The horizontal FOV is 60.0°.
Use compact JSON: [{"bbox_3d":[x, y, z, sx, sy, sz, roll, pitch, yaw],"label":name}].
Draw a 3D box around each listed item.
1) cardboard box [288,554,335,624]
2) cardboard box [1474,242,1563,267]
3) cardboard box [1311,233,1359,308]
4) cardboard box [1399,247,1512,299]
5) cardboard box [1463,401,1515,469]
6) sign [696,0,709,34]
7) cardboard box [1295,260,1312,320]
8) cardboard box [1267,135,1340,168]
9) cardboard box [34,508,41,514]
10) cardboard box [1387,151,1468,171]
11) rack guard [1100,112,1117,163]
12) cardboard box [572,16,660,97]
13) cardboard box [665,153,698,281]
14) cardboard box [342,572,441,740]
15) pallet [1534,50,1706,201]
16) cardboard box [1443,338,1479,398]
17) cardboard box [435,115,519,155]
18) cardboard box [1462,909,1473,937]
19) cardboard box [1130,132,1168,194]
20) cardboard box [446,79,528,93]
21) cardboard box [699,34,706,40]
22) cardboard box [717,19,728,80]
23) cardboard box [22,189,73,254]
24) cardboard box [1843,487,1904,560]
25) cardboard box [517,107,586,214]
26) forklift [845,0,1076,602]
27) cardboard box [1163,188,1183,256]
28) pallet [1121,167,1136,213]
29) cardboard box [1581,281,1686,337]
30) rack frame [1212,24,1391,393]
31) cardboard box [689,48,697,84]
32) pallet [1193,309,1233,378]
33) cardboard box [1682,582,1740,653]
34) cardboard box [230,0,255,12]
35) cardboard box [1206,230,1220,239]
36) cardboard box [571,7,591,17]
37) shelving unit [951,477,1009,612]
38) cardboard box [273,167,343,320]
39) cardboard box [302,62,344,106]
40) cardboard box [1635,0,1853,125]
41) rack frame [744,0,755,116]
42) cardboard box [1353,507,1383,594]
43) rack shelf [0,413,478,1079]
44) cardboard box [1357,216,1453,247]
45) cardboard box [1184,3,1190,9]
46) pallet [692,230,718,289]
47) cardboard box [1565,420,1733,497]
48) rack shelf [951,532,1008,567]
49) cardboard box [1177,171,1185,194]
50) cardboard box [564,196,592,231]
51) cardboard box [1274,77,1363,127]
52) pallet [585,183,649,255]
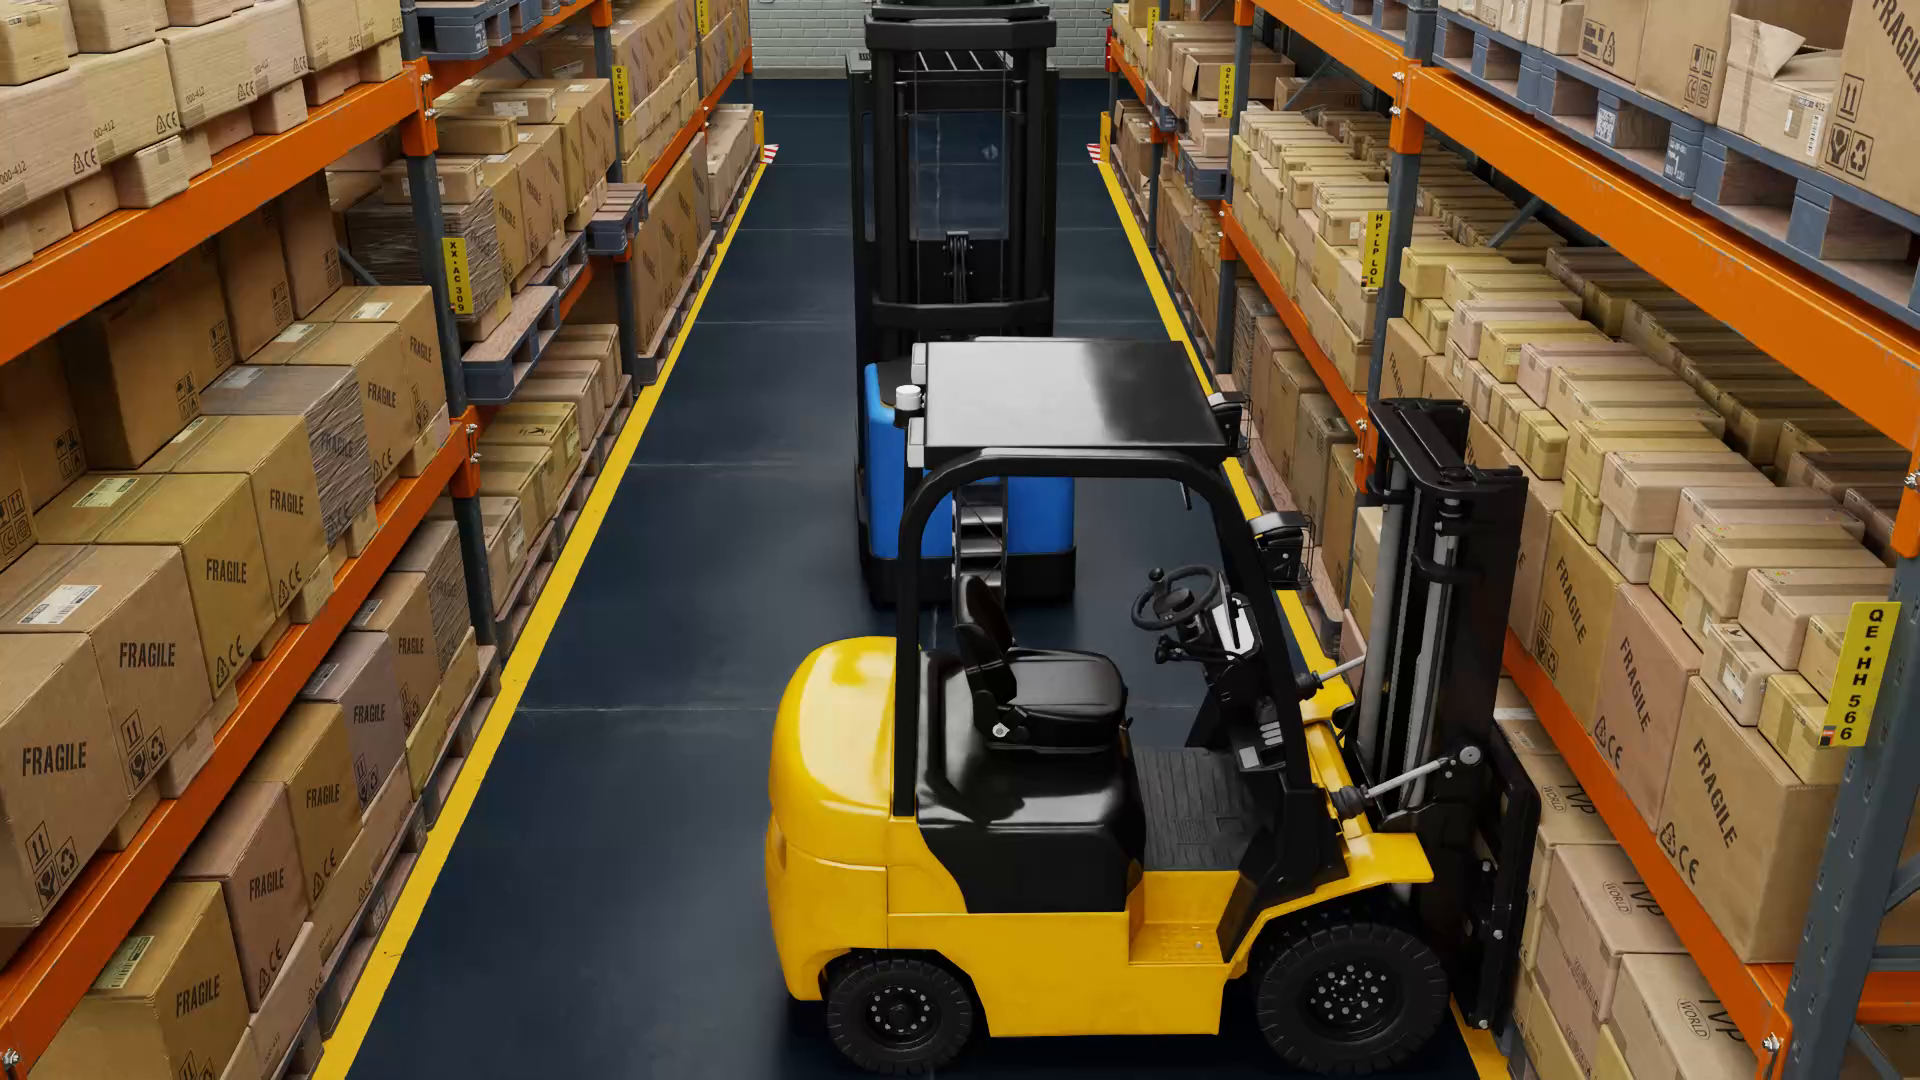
[{"bbox_3d":[-2.332,0.161,5.560,0.380,0.149,0.250,0,24,0],"label":"cardboard box"},{"bbox_3d":[2.507,-1.226,7.412,0.380,0.149,0.250,-1,24,-2],"label":"cardboard box"},{"bbox_3d":[2.023,-1.311,8.085,0.500,0.250,0.500,-1,24,-2],"label":"cardboard box"},{"bbox_3d":[2.004,-1.083,6.735,0.380,0.149,0.250,0,24,1],"label":"cardboard box"},{"bbox_3d":[2.069,-0.177,5.880,0.500,0.500,0.500,0,24,-1],"label":"cardboard box"},{"bbox_3d":[-2.211,-4.509,14.272,0.100,0.325,0.005,0,24,-1],"label":"sign"},{"bbox_3d":[2.044,-1.289,8.642,0.500,0.250,0.500,0,24,0],"label":"cardboard box"},{"bbox_3d":[2.010,-2.272,9.725,0.380,0.149,0.250,0,24,0],"label":"cardboard box"},{"bbox_3d":[-2.907,0.117,4.868,0.500,0.500,0.500,0,24,-1],"label":"cardboard box"},{"bbox_3d":[2.599,-2.069,9.277,0.380,0.149,0.250,-1,24,-1],"label":"cardboard box"},{"bbox_3d":[2.167,-4.513,18.622,1.175,0.500,0.348,0,24,-1],"label":"rack guard"},{"bbox_3d":[-2.476,-3.486,11.984,0.500,0.500,0.500,0,24,1],"label":"cardboard box"},{"bbox_3d":[-2.649,-2.607,13.444,0.875,0.875,0.875,0,24,1],"label":"cardboard box"},{"bbox_3d":[-2.384,0.457,6.517,0.500,0.500,0.500,0,24,0],"label":"cardboard box"},{"bbox_3d":[2.342,-1.212,4.758,1.003,0.211,1.213,0,24,-1],"label":"pallet"},{"bbox_3d":[2.001,-0.631,6.098,0.380,0.149,0.250,0,24,1],"label":"cardboard box"},{"bbox_3d":[-2.433,-2.026,8.309,0.380,0.149,0.250,1,24,2],"label":"cardboard box"},{"bbox_3d":[1.999,1.154,5.886,0.500,0.250,0.500,1,24,1],"label":"cardboard box"},{"bbox_3d":[2.060,-3.703,16.322,0.700,0.500,0.500,-1,24,-3],"label":"cardboard box"},{"bbox_3d":[-2.937,-2.549,10.254,0.500,0.500,0.500,-1,24,-2],"label":"cardboard box"},{"bbox_3d":[-2.517,-4.710,14.689,0.500,0.500,0.500,0,24,0],"label":"cardboard box"},{"bbox_3d":[-2.498,-4.664,15.801,0.500,0.500,0.500,0,24,0],"label":"cardboard box"},{"bbox_3d":[-2.390,-0.776,3.991,0.380,0.149,0.250,0,24,-1],"label":"cardboard box"},{"bbox_3d":[2.576,-0.025,4.397,0.380,0.149,0.250,0,24,0],"label":"cardboard box"},{"bbox_3d":[-2.404,-2.129,9.325,0.500,0.500,0.500,-2,24,-4],"label":"cardboard box"},{"bbox_3d":[-0.053,-1.593,9.214,1.130,2.935,3.031,-2,24,-4],"label":"forklift"},{"bbox_3d":[2.005,-2.668,14.033,0.500,0.500,0.500,-1,24,-1],"label":"cardboard box"},{"bbox_3d":[2.187,-3.552,16.847,1.003,0.211,1.213,0,24,-1],"label":"pallet"},{"bbox_3d":[2.580,-0.873,6.270,0.380,0.149,0.250,0,24,-1],"label":"cardboard box"},{"bbox_3d":[2.253,-2.387,10.888,1.000,3.000,0.127,0,24,-1],"label":"rack frame"},{"bbox_3d":[-2.506,-3.990,14.008,0.500,0.250,0.500,0,24,-1],"label":"cardboard box"},{"bbox_3d":[2.283,-1.424,12.143,1.003,0.211,1.213,0,24,-1],"label":"pallet"},{"bbox_3d":[2.082,0.214,4.228,0.380,0.149,0.250,0,24,0],"label":"cardboard box"},{"bbox_3d":[-2.363,-1.667,4.992,0.380,0.149,0.250,0,24,0],"label":"cardboard box"},{"bbox_3d":[2.002,-2.158,12.119,0.380,0.149,0.250,-1,24,-2],"label":"cardboard box"},{"bbox_3d":[-2.988,-3.701,12.458,0.500,0.500,0.500,-1,24,-1],"label":"cardboard box"},{"bbox_3d":[0.093,0.013,8.106,0.258,0.900,0.210,-2,31,-5],"label":"shelving unit"},{"bbox_3d":[-2.879,-1.169,6.500,0.700,0.500,0.500,-1,24,-1],"label":"cardboard box"},{"bbox_3d":[-2.416,-1.629,5.876,0.380,0.149,0.250,0,24,0],"label":"cardboard box"},{"bbox_3d":[2.181,-1.344,4.188,0.700,0.500,0.500,0,24,0],"label":"cardboard box"},{"bbox_3d":[-2.797,-5.660,18.124,1.000,3.000,0.127,0,24,-1],"label":"rack frame"},{"bbox_3d":[1.988,0.068,7.074,0.500,0.250,0.500,-1,24,-1],"label":"cardboard box"},{"bbox_3d":[-2.645,0.437,5.517,1.077,0.370,4.000,0,24,-1],"label":"rack shelf"},{"bbox_3d":[2.100,-1.427,7.857,0.380,0.149,0.250,0,24,-1],"label":"cardboard box"},{"bbox_3d":[2.436,-5.562,17.730,0.500,0.250,0.500,0,24,1],"label":"cardboard box"},{"bbox_3d":[-2.670,-2.423,14.352,1.003,0.211,1.213,0,24,-1],"label":"pallet"},{"bbox_3d":[2.012,-0.239,4.870,0.380,0.149,0.250,0,24,0],"label":"cardboard box"},{"bbox_3d":[0.093,0.042,8.123,0.258,0.077,0.200,-2,31,-5],"label":"rack shelf"},{"bbox_3d":[2.042,-3.015,14.012,0.380,0.149,0.250,-1,24,-3],"label":"cardboard box"},{"bbox_3d":[-2.337,-1.875,9.551,0.380,0.149,0.250,0,24,0],"label":"cardboard box"},{"bbox_3d":[2.404,-2.837,11.251,0.500,0.500,0.500,1,24,2],"label":"cardboard box"},{"bbox_3d":[-2.596,-1.983,10.226,1.213,0.211,1.003,0,24,-1],"label":"pallet"}]
